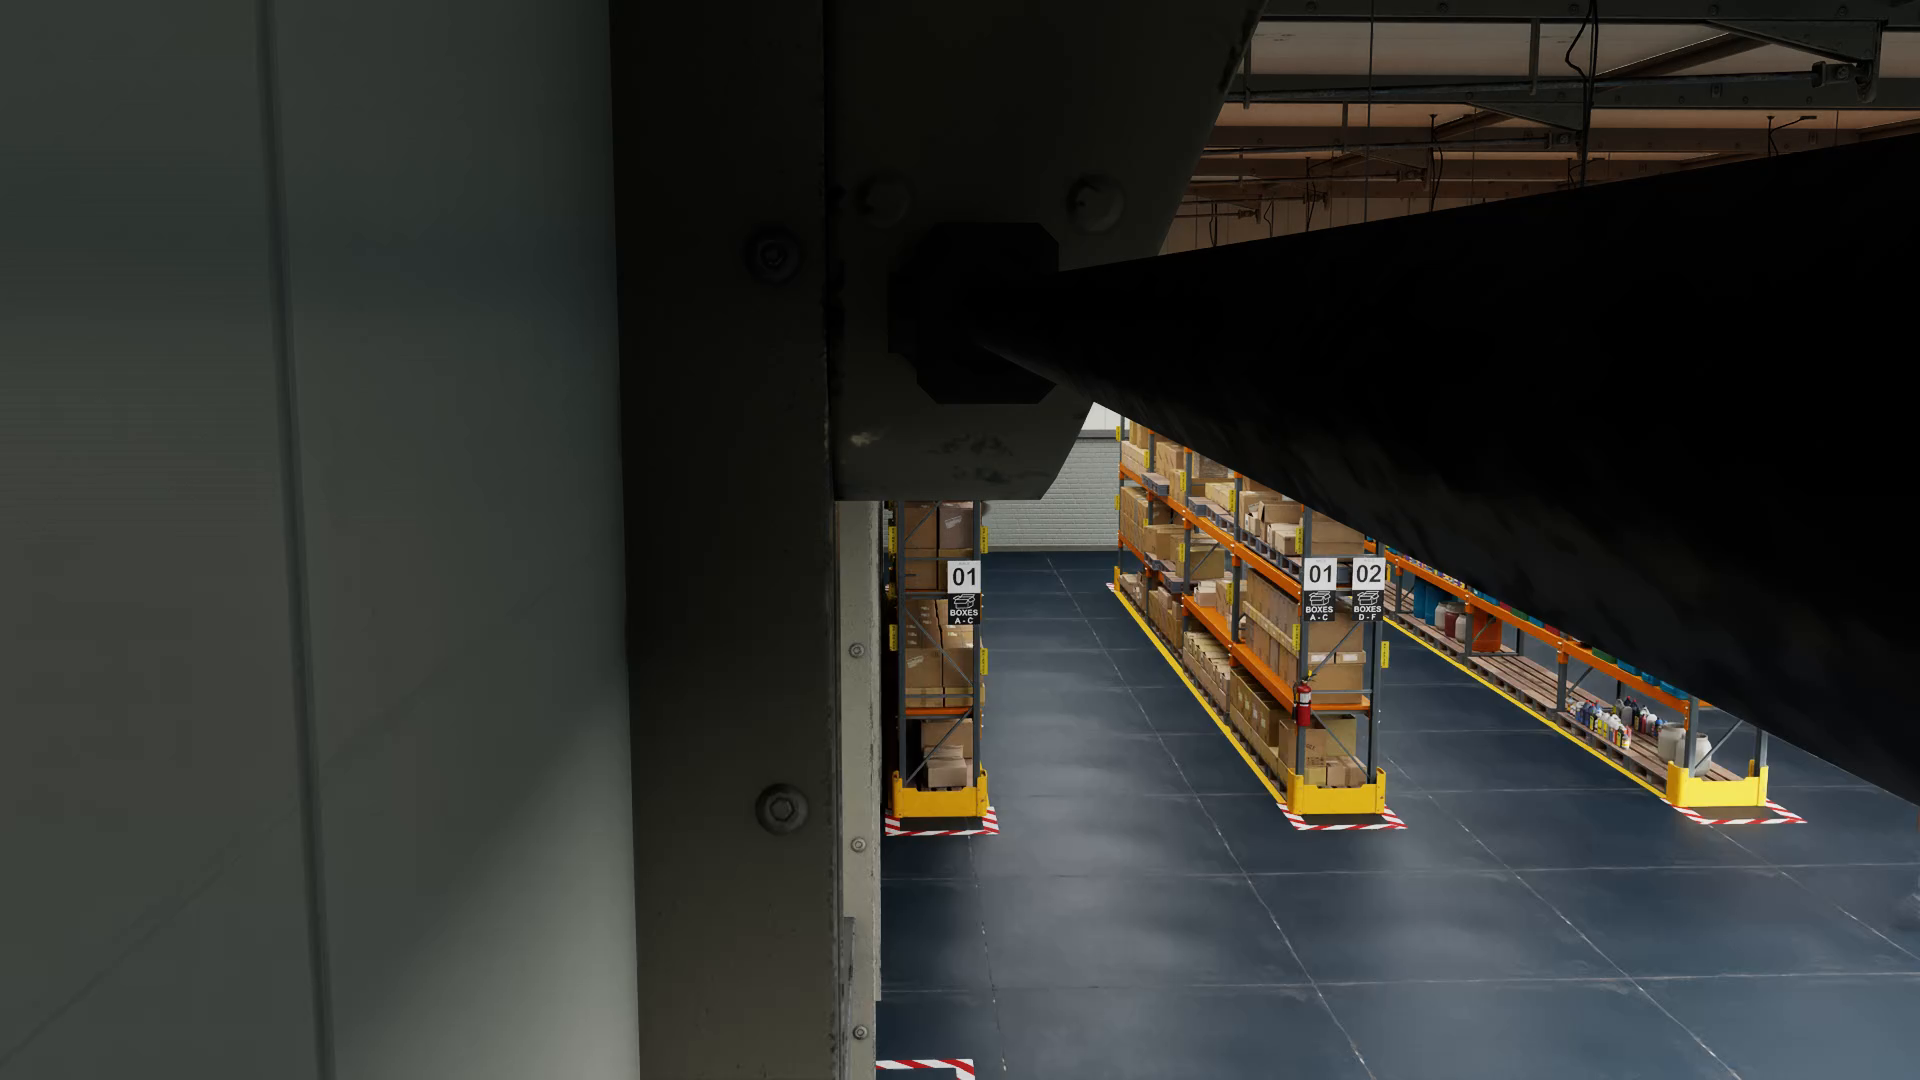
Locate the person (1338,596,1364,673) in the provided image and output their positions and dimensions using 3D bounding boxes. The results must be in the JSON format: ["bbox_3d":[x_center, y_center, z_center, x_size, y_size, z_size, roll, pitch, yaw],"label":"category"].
[{"bbox_3d":[6.679,1.344,28.639,0.640,1.819,0.791,-2,8,-13],"label":"person"}]
